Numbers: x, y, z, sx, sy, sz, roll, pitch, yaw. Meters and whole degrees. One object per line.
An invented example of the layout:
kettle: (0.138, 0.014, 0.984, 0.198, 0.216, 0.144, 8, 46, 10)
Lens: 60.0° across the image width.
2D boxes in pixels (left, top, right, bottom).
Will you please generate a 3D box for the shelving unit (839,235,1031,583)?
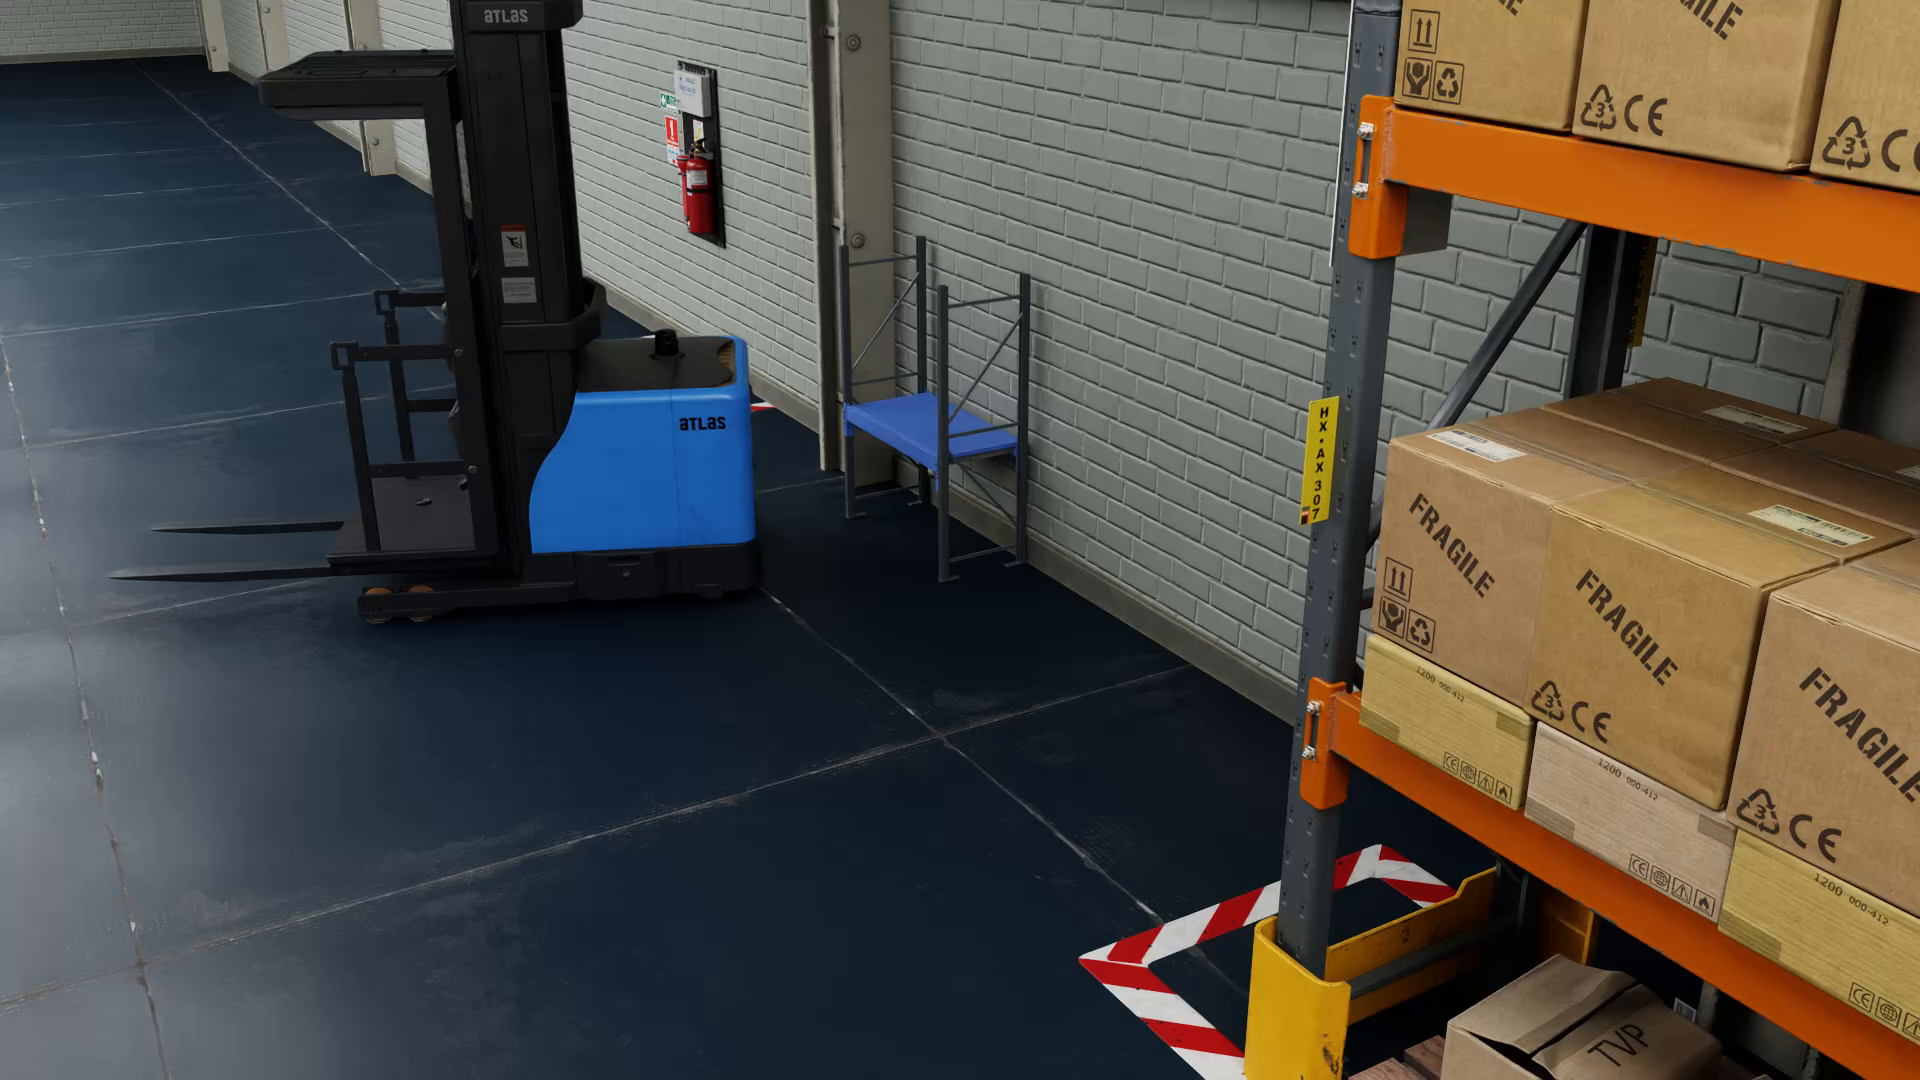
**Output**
shelving unit: (-0.144, -0.698, 8.536, 0.538, 1.500, 1.048, -13, 25, -28)

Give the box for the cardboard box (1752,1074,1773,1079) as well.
cardboard box: (1.935, 1.567, 3.959, 0.500, 0.311, 0.500, -10, 24, -24)

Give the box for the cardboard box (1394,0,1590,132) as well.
cardboard box: (1.324, -1.189, 3.611, 0.500, 0.500, 0.500, -12, 25, -27)

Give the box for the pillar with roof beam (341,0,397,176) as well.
pillar with roof beam: (-10.426, -7.618, 15.604, 9.100, 9.000, 0.400, -13, 25, -28)

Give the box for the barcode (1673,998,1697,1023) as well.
barcode: (1.997, 1.307, 4.586, 0.001, 0.075, 0.075, -13, 25, -28)

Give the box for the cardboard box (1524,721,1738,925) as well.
cardboard box: (1.622, 0.544, 3.662, 0.500, 0.250, 0.500, -13, 26, -30)

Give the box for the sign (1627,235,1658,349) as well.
sign: (1.855, -0.684, 4.552, 0.100, 0.325, 0.005, -13, 25, -28)

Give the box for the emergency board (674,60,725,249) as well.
emergency board: (-1.825, -2.590, 11.200, 0.194, 1.169, 0.643, -13, 25, -28)

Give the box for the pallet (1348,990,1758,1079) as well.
pallet: (1.791, 1.686, 4.384, 1.003, 0.211, 1.213, -13, 25, -28)

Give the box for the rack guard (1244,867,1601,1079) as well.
rack guard: (1.407, 1.282, 4.993, 1.175, 0.500, 0.348, -13, 25, -28)

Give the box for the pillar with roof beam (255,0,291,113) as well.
pillar with roof beam: (-13.491, -9.560, 20.382, 9.100, 9.000, 0.400, -13, 25, -28)

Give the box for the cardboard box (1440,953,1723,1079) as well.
cardboard box: (1.644, 1.383, 4.413, 0.500, 0.311, 0.500, -16, 27, -34)

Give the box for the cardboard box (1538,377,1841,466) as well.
cardboard box: (1.792, -0.076, 4.192, 0.500, 0.500, 0.500, -13, 25, -29)

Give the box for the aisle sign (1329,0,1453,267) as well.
aisle sign: (1.073, -1.070, 4.009, 0.394, 0.787, 0.004, -13, 25, -28)

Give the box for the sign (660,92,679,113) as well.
sign: (-2.024, -3.048, 11.574, 0.001, 0.109, 0.331, -13, 25, -28)

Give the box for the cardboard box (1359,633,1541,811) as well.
cardboard box: (1.344, 0.379, 4.069, 0.500, 0.250, 0.500, -13, 26, -30)

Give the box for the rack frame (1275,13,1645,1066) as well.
rack frame: (1.368, 0.100, 4.583, 1.000, 3.000, 0.127, -13, 25, -28)

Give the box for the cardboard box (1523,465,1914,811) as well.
cardboard box: (1.597, 0.187, 3.546, 0.500, 0.500, 0.500, -13, 25, -28)

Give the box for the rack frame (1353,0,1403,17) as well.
rack frame: (1.368, -2.680, 3.453, 1.000, 3.000, 0.127, -13, 25, -28)

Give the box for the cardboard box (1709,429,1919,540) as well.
cardboard box: (2.040, 0.089, 3.786, 0.500, 0.500, 0.500, -12, 25, -28)

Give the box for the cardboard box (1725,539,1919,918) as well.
cardboard box: (1.856, 0.355, 3.131, 0.500, 0.500, 0.500, -14, 26, -30)

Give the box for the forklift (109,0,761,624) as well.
forklift: (-2.529, -1.175, 7.810, 3.031, 2.935, 1.130, -3, 22, -7)

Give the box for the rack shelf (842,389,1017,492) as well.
rack shelf: (-0.144, -0.531, 8.604, 0.538, 0.185, 1.000, -13, 25, -28)

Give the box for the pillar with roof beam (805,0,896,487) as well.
pillar with roof beam: (-4.297, -3.734, 6.047, 9.100, 9.000, 0.400, -13, 25, -28)

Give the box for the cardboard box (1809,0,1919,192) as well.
cardboard box: (1.836, -0.841, 2.755, 0.500, 0.500, 0.500, -11, 25, -26)

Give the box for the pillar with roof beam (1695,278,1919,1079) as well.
pillar with roof beam: (-1.232, -1.791, 1.268, 9.100, 9.000, 0.400, -13, 25, -28)

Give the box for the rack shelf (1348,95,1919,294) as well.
rack shelf: (2.390, -0.309, 2.561, 1.077, 0.370, 4.000, -13, 25, -28)

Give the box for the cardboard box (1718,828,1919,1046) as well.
cardboard box: (1.877, 0.710, 3.253, 0.500, 0.250, 0.500, -13, 26, -29)

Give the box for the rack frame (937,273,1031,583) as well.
rack frame: (0.115, -0.533, 8.131, 0.500, 1.500, 0.032, -13, 25, -28)

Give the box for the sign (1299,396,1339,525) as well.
sign: (0.902, -0.197, 4.163, 0.100, 0.325, 0.005, -13, 25, -28)

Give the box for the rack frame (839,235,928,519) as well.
rack frame: (-0.403, -0.863, 8.942, 0.500, 1.500, 0.032, -13, 25, -28)

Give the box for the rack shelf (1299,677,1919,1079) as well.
rack shelf: (2.390, 1.080, 3.126, 1.077, 0.370, 4.000, -13, 25, -28)

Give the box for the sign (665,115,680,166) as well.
sign: (-2.019, -2.805, 11.682, 0.001, 0.329, 0.234, -13, 25, -28)

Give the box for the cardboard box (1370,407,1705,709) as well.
cardboard box: (1.354, 0.025, 3.944, 0.500, 0.500, 0.500, -13, 25, -28)

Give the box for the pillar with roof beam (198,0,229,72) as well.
pillar with roof beam: (-16.556, -11.503, 25.161, 9.100, 9.000, 0.400, -13, 25, -28)

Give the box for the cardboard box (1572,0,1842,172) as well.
cardboard box: (1.568, -1.009, 3.166, 0.500, 0.500, 0.500, -11, 24, -25)
